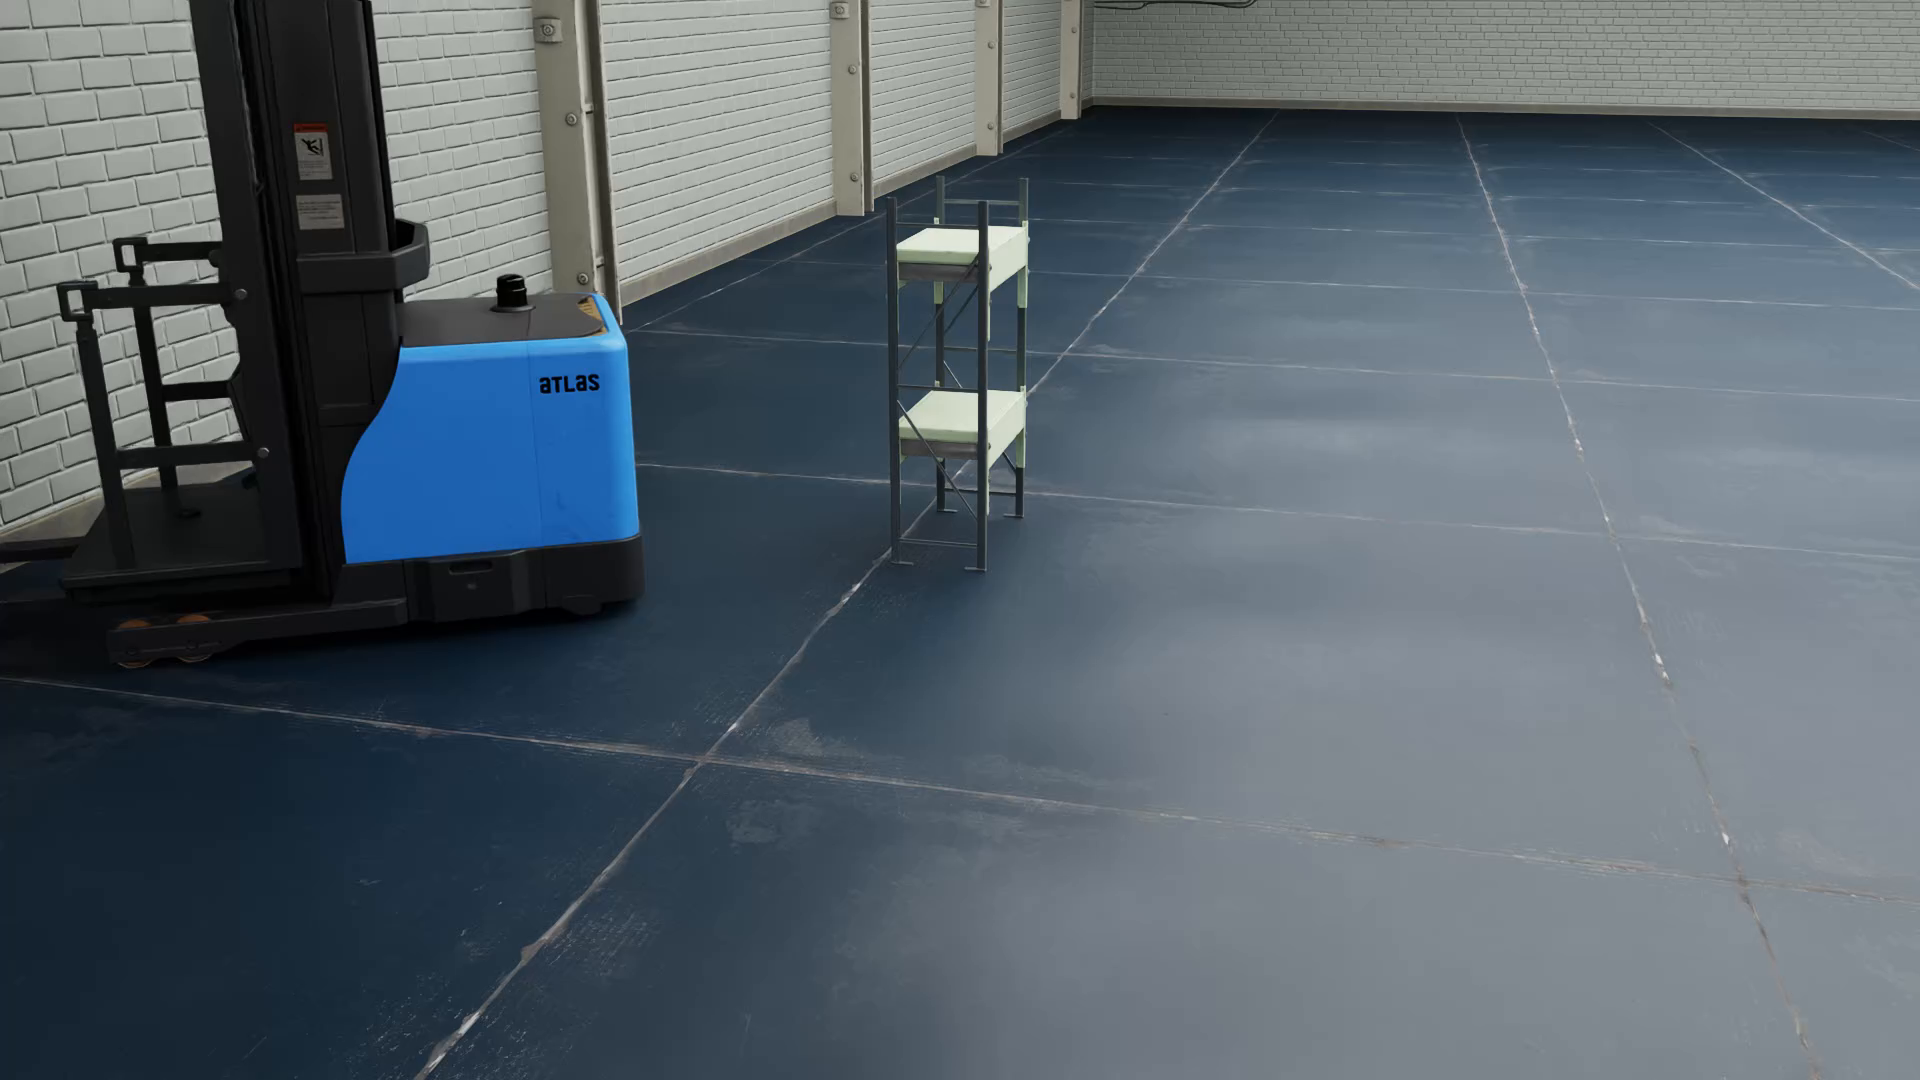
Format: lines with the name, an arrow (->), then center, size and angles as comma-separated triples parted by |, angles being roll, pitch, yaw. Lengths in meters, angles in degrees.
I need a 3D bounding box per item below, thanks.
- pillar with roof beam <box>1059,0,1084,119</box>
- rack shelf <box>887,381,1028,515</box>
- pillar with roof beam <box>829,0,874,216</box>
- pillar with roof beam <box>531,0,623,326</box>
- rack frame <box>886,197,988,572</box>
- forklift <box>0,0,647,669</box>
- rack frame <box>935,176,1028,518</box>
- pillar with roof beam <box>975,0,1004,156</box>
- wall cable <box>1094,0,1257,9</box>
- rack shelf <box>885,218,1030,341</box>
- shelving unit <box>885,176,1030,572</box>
pillar with roof beam -> 6.025, -11.016, 25.516 | 9.100, 9.000, 0.400 | 5, 19, 13
rack shelf -> 0.002, -0.403, 7.057 | 0.431, 0.370, 0.720 | 5, 19, 13
pillar with roof beam -> 3.093, -7.254, 14.504 | 9.100, 9.000, 0.400 | 5, 19, 13
pillar with roof beam -> 1.627, -5.374, 8.998 | 9.100, 9.000, 0.400 | 5, 19, 13
rack frame -> -0.088, -0.597, 6.615 | 0.400, 1.500, 0.023 | 5, 19, 13
forklift -> -2.781, -1.124, 5.944 | 3.031, 2.935, 1.130 | -5, 20, -15
rack frame -> 0.091, -0.827, 7.287 | 0.400, 1.500, 0.023 | 5, 19, 13
pillar with roof beam -> 4.559, -9.135, 20.010 | 9.100, 9.000, 0.400 | 5, 19, 13
wall cable -> 3.852, -10.705, 29.411 | 3.097, 2.526, 0.112 | 5, 19, 13
rack shelf -> 0.002, -1.081, 6.825 | 0.431, 0.370, 0.720 | 5, 19, 13
shelving unit -> 0.002, -0.712, 6.951 | 0.431, 1.500, 0.755 | 5, 19, 13
